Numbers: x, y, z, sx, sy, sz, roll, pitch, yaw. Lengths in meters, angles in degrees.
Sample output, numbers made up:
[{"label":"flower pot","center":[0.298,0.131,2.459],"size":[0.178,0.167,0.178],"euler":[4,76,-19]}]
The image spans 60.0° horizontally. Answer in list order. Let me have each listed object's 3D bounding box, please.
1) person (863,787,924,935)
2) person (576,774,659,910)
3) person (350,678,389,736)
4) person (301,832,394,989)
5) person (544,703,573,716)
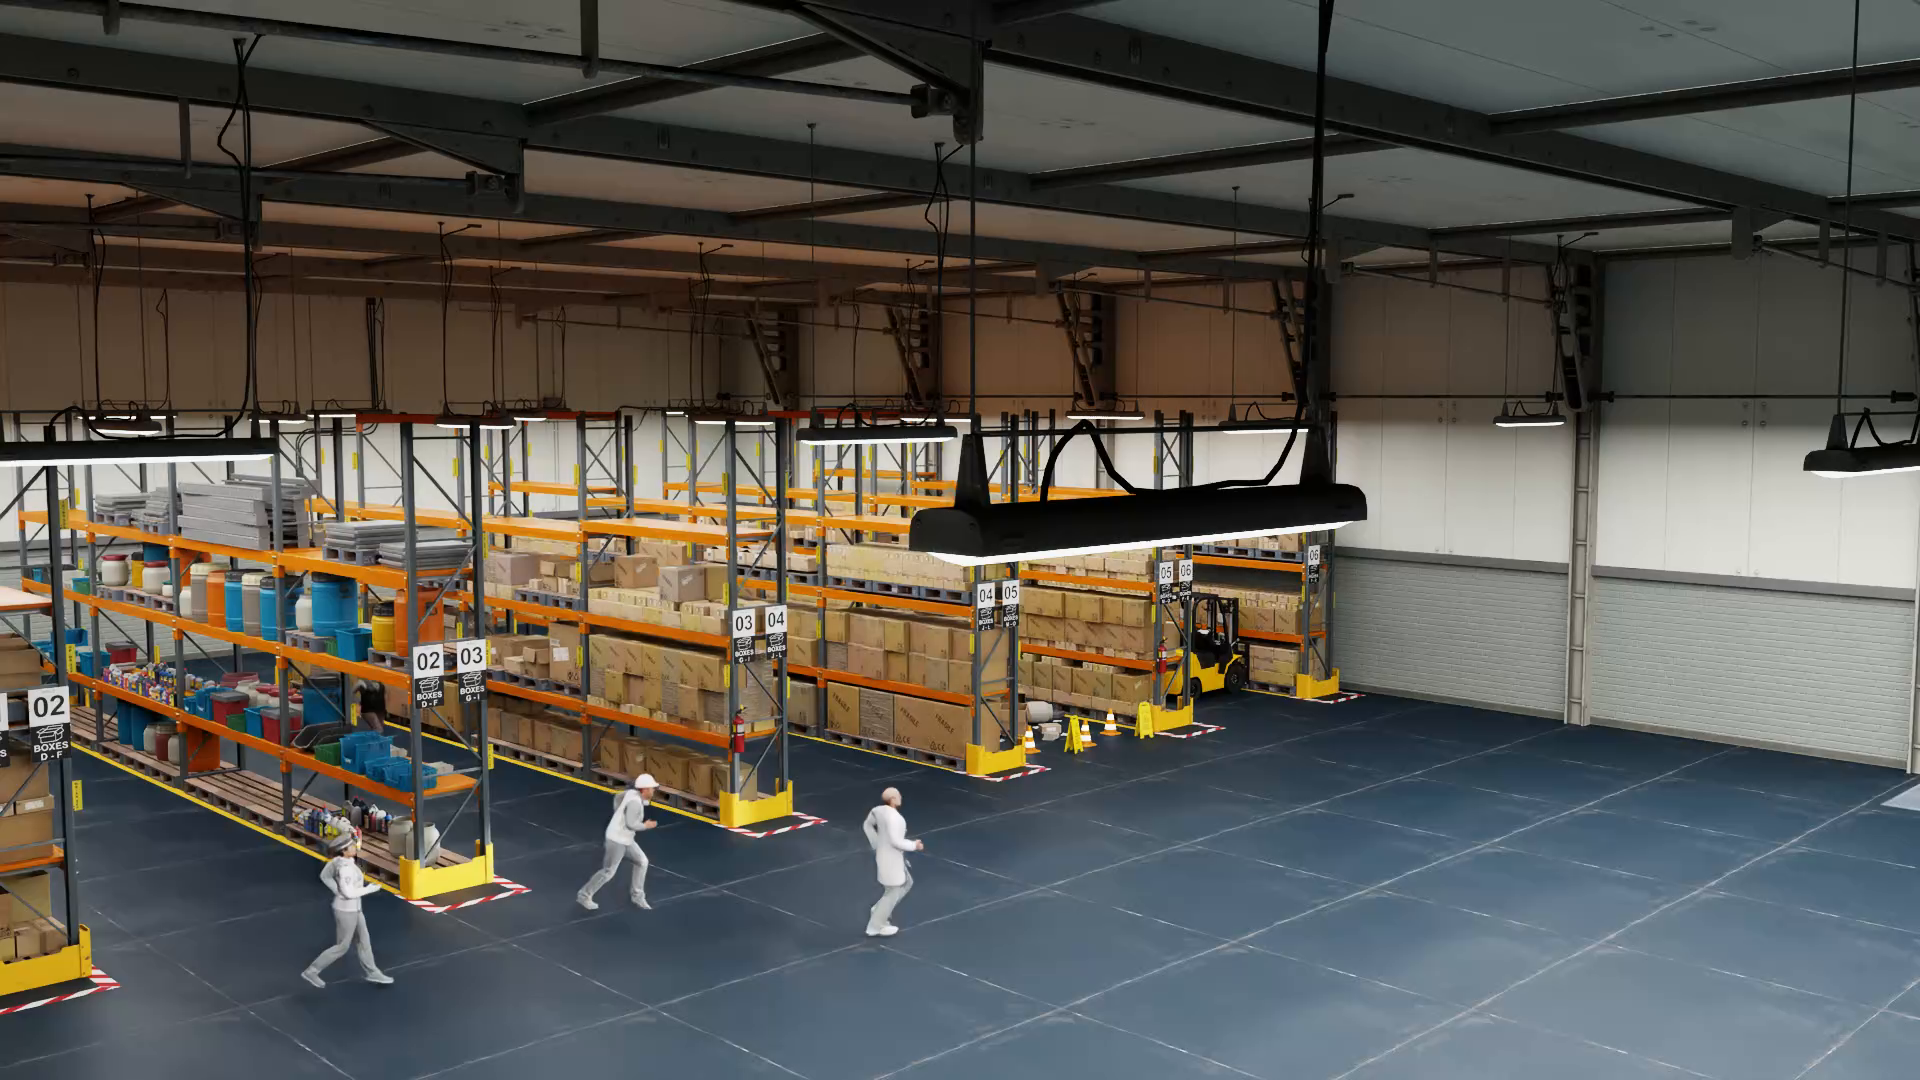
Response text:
[{"label":"person","center":[-0.770,3.761,19.494],"size":[0.679,1.750,0.705],"euler":[-1,5,-16]},{"label":"person","center":[-4.206,3.724,20.437],"size":[1.025,1.695,0.699],"euler":[-1,5,-12]},{"label":"person","center":[-10.105,2.983,28.676],"size":[0.676,1.701,0.630],"euler":[3,6,29]},{"label":"person","center":[-6.506,3.937,17.621],"size":[0.923,1.702,0.615],"euler":[-2,5,-22]},{"label":"person","center":[-7.686,2.677,31.985],"size":[0.916,1.747,0.712],"euler":[5,7,42]}]
